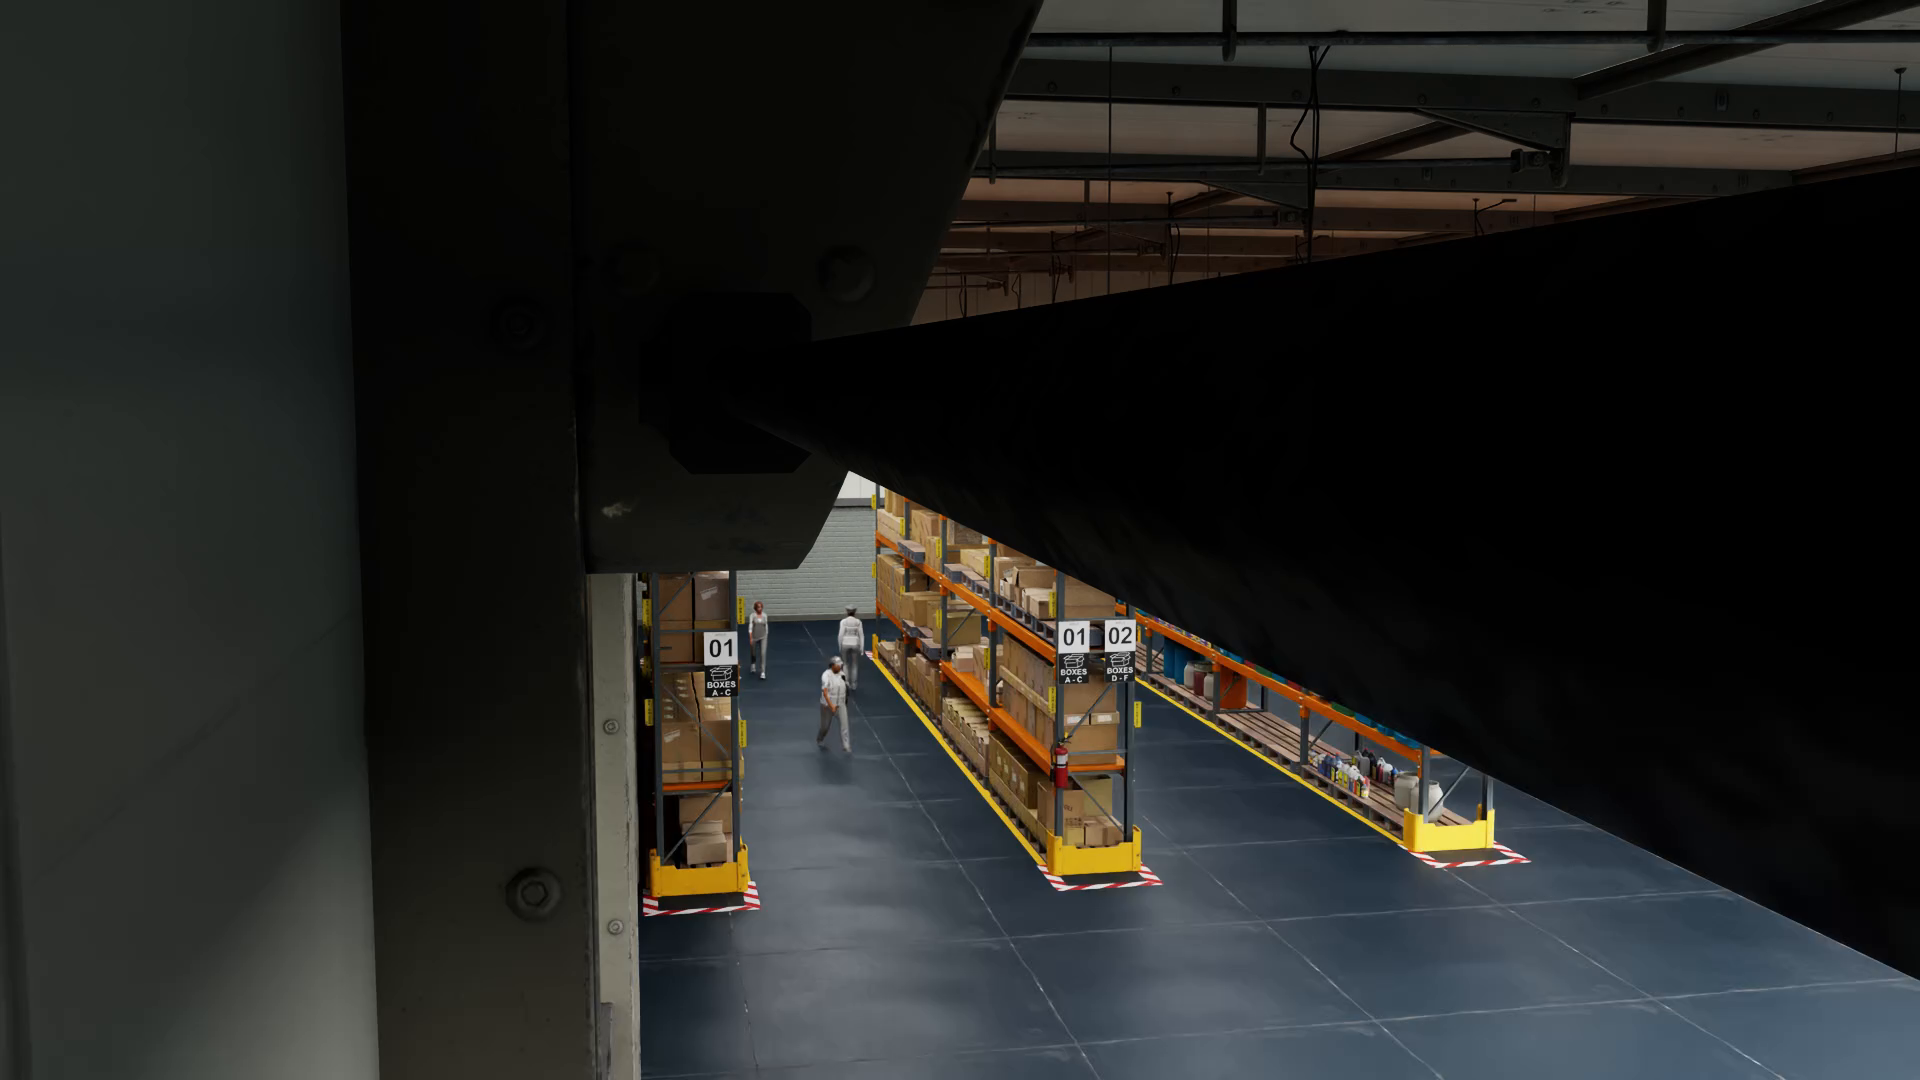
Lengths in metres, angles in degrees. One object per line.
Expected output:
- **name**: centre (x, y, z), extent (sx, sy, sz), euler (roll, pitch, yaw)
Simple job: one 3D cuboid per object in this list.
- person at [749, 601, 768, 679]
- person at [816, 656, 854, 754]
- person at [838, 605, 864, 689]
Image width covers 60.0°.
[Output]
- **person**: centre (-4.152, 2.025, 34.244), extent (0.413, 1.550, 0.899), euler (-1, 6, -12)
- **person**: centre (-2.052, 2.711, 27.507), extent (0.475, 1.580, 1.075), euler (-3, 7, -28)
- **person**: centre (-2.142, 2.133, 32.800), extent (0.518, 1.690, 0.426), euler (-1, 6, -5)
